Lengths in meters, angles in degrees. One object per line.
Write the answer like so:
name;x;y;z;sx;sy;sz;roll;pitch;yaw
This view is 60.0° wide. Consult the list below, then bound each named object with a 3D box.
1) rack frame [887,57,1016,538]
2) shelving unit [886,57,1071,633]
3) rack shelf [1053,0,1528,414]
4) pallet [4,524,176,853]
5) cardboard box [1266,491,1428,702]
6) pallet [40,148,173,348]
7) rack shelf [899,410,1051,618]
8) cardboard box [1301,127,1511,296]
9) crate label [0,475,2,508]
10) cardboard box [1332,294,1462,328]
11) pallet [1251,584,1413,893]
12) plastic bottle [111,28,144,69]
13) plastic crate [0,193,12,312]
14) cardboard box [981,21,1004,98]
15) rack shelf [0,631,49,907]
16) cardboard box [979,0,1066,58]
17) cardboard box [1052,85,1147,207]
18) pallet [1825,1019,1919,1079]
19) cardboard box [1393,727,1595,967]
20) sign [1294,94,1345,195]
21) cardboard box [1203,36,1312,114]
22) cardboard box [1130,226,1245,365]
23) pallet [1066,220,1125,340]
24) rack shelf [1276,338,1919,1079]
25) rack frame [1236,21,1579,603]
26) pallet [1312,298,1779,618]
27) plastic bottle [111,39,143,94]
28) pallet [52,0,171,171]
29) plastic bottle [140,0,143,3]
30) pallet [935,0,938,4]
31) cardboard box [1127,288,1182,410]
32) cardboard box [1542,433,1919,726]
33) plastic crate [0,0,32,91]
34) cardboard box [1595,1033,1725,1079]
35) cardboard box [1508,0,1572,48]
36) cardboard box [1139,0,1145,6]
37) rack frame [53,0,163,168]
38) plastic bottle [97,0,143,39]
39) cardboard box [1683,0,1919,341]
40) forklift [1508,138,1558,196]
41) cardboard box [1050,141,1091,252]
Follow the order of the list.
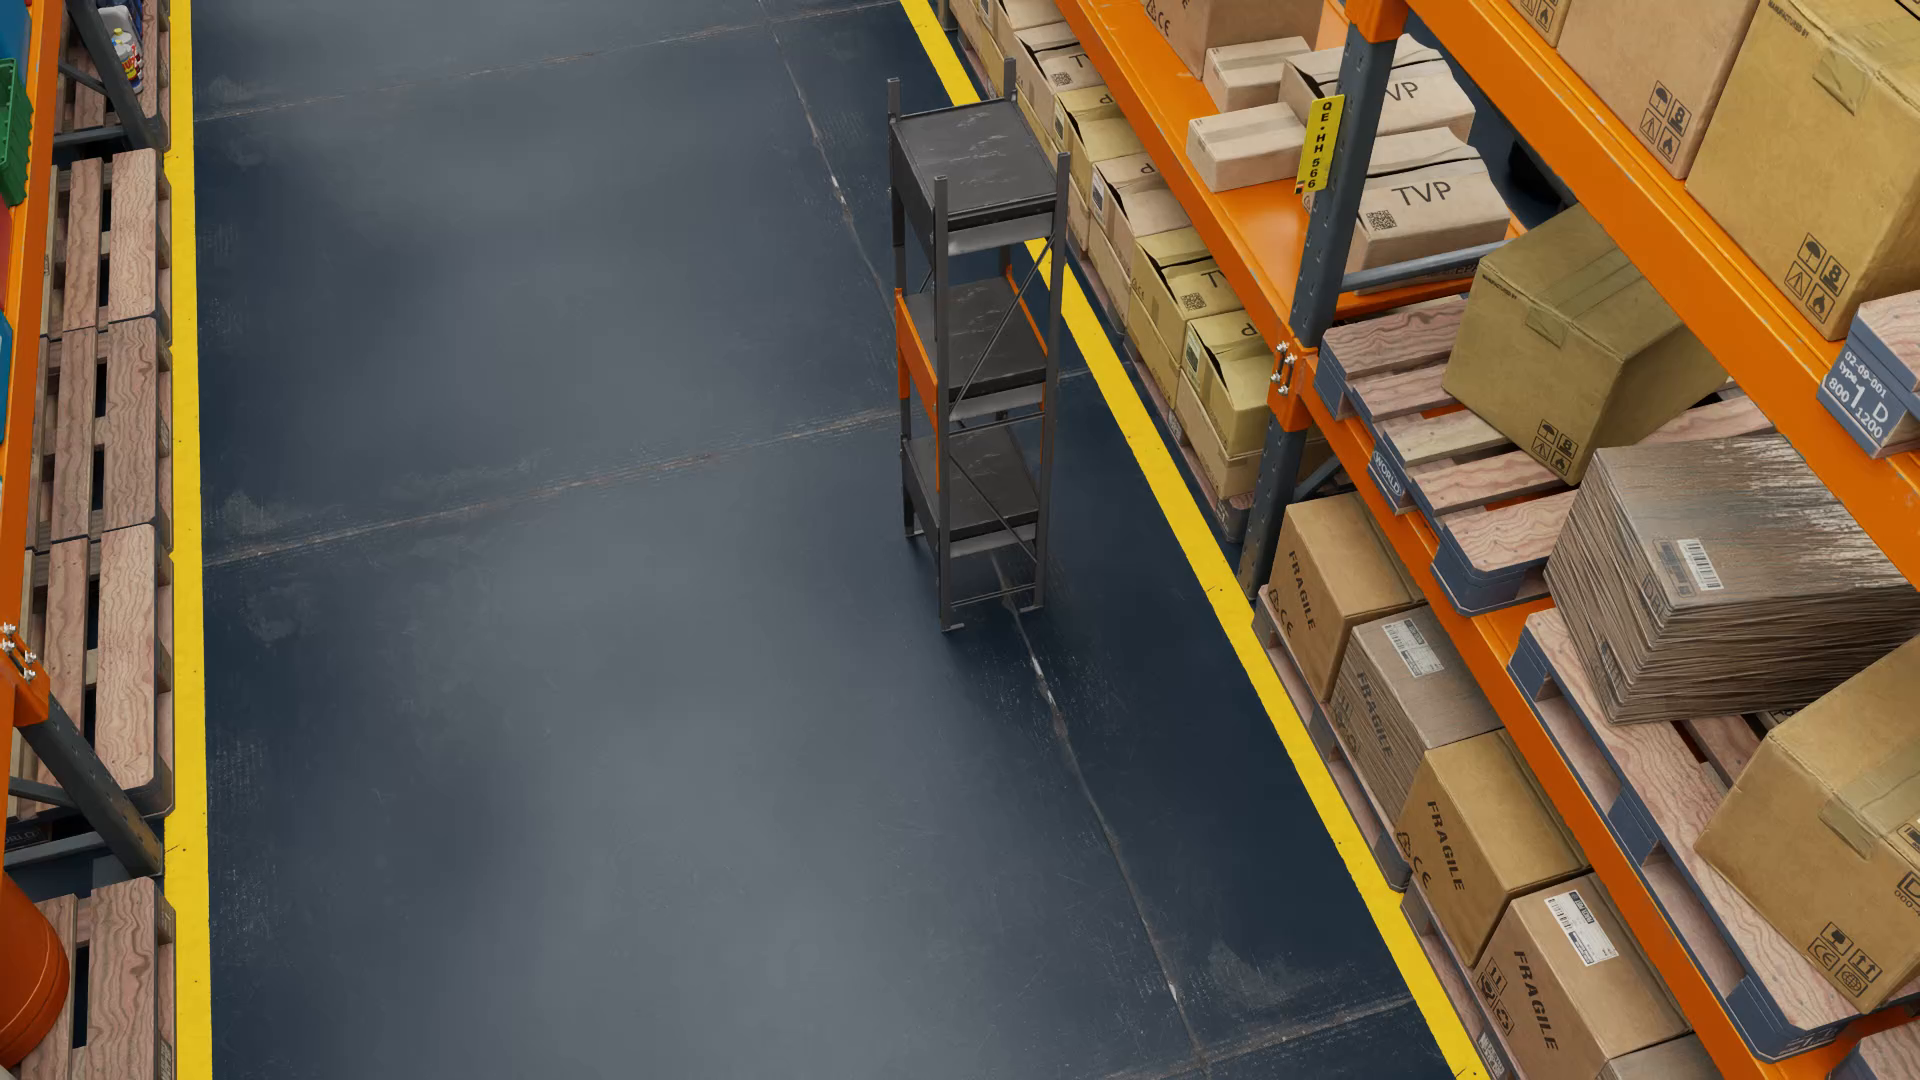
rack frame;-0.023;-0.734;5.785;0.400;2.100;0.015;-13;51;-11
shelving unit;0.049;-0.556;5.635;0.431;2.100;0.503;-13;51;-11
rack shelf;0.969;-2.116;6.832;1.077;0.370;4.000;-13;51;-11
pallet;-3.365;0.555;5.934;1.003;0.211;1.213;-13;51;-11
cardboard box;1.422;0.174;5.778;0.500;0.500;0.500;-11;51;-9
pallet;-4.086;-1.227;7.436;1.003;0.211;1.213;-13;51;-11
rack shelf;0.049;-0.096;6.181;0.431;0.518;0.480;-13;51;-11
cardboard box;1.495;-1.133;5.592;0.500;0.311;0.500;-10;51;-9
crate label;-2.939;-0.108;4.778;0.303;0.233;0.416;-13;51;-11
cardboard box;1.686;-0.765;6.380;0.500;0.311;0.500;-12;51;-10
pallet;1.745;0.566;5.925;1.003;0.211;1.213;-13;51;-11
plastic bottle;-4.091;-2.411;8.153;0.097;0.201;0.097;0;50;0
plastic crate;-3.358;-1.039;5.412;0.402;0.464;0.583;-13;51;-11
cardboard box;0.410;-2.333;8.068;0.500;0.250;0.500;-12;51;-10
rack shelf;-2.581;1.923;3.427;1.077;0.370;4.000;-13;51;-11
cardboard box;0.405;-2.513;7.853;0.500;0.311;0.500;-14;51;-11
cardboard box;0.718;-1.757;7.216;0.500;0.311;0.500;-12;51;-10
pallet;2.611;1.488;3.449;1.003;0.211;1.213;-13;51;-11
cardboard box;1.726;0.923;5.147;0.500;0.500;0.500;-14;51;-11
sign;1.031;-1.132;4.775;0.100;0.325;0.005;-13;51;-11
cardboard box;1.129;-1.724;6.196;0.380;0.149;0.250;-10;51;-8
cardboard box;1.010;-1.021;6.596;0.500;0.311;0.500;-14;51;-12
pallet;0.997;-1.487;7.656;1.003;0.211;1.213;-13;51;-11
rack shelf;2.152;0.806;4.369;1.077;0.370;4.000;-13;51;-11
rack frame;1.560;-0.887;5.325;1.000;3.000;0.127;-13;51;-11
pallet;1.828;-0.346;4.995;1.213;0.211;1.003;-13;51;-11
plastic bottle;-4.031;-2.285;8.001;0.097;0.271;0.097;0;50;0
pallet;-4.514;-2.292;8.334;1.003;0.211;1.213;-13;51;-11
plastic bottle;-4.263;-2.908;8.519;0.061;0.283;0.133;-11;51;-9
pallet;0.182;-3.500;9.352;1.003;0.211;1.213;-13;51;-11
cardboard box;1.016;-0.841;6.810;0.500;0.250;0.500;-14;51;-11
cardboard box;1.942;0.091;4.161;0.700;0.500;0.500;-5;50;-4
plastic crate;-3.732;-1.950;6.232;0.392;0.384;0.575;-13;51;-11
cardboard box;2.037;1.674;4.514;0.500;0.500;0.500;-13;51;-11
cardboard box;1.722;-1.575;3.878;0.910;0.500;0.500;-13;51;-11
cardboard box;0.893;-2.525;6.641;0.500;0.500;0.500;-13;51;-11
rack frame;-4.355;-2.691;6.846;1.000;3.000;0.127;-13;51;-11
plastic bottle;-4.198;-2.662;8.267;0.144;0.351;0.185;-12;51;-10
cardboard box;2.026;-0.822;3.244;0.910;0.500;0.500;-13;51;-11
forklift;4.024;-2.163;6.446;3.031;2.935;1.130;37;59;27
cardboard box;0.715;-1.584;7.436;0.500;0.250;0.500;-12;51;-10
